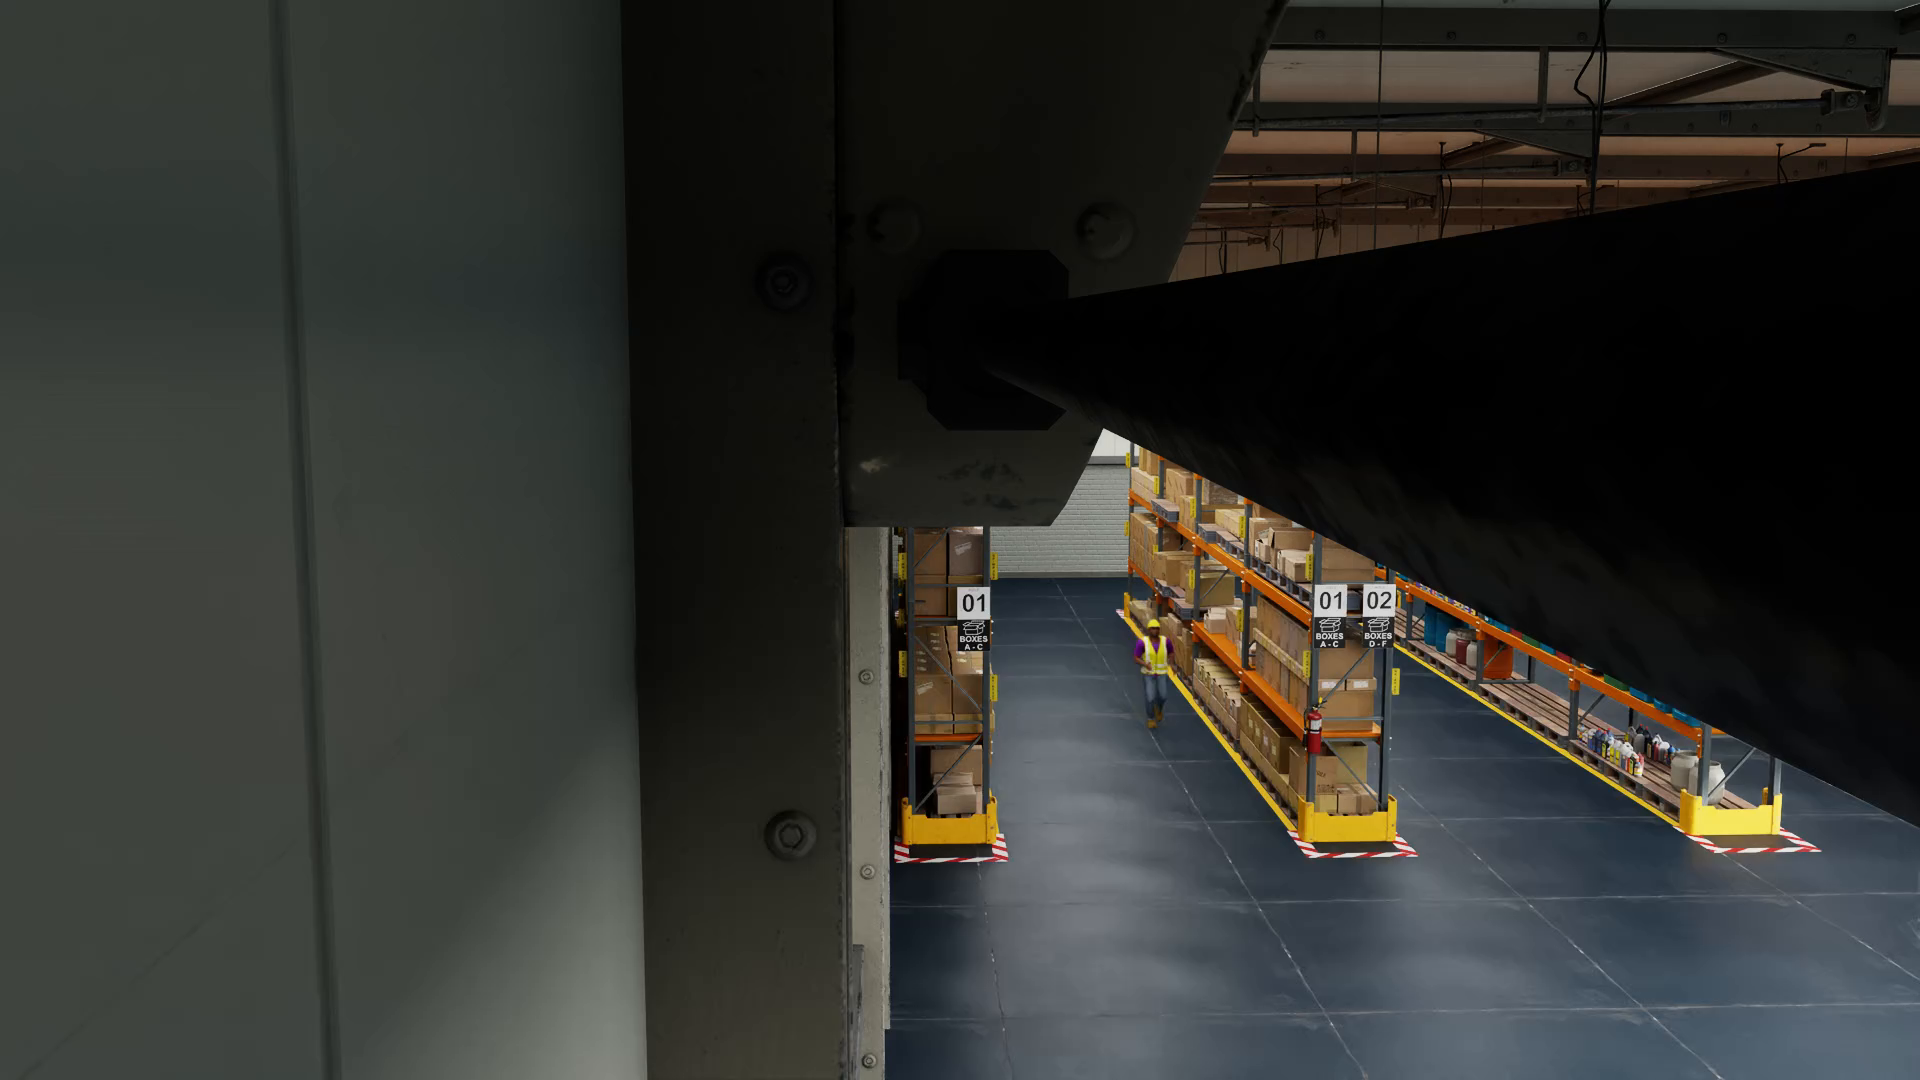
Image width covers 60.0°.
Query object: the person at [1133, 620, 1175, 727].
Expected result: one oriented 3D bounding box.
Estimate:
[{"bbox_3d":[3.081,2.117,26.244,0.691,1.724,0.586,0,7,-3],"label":"person"}]
